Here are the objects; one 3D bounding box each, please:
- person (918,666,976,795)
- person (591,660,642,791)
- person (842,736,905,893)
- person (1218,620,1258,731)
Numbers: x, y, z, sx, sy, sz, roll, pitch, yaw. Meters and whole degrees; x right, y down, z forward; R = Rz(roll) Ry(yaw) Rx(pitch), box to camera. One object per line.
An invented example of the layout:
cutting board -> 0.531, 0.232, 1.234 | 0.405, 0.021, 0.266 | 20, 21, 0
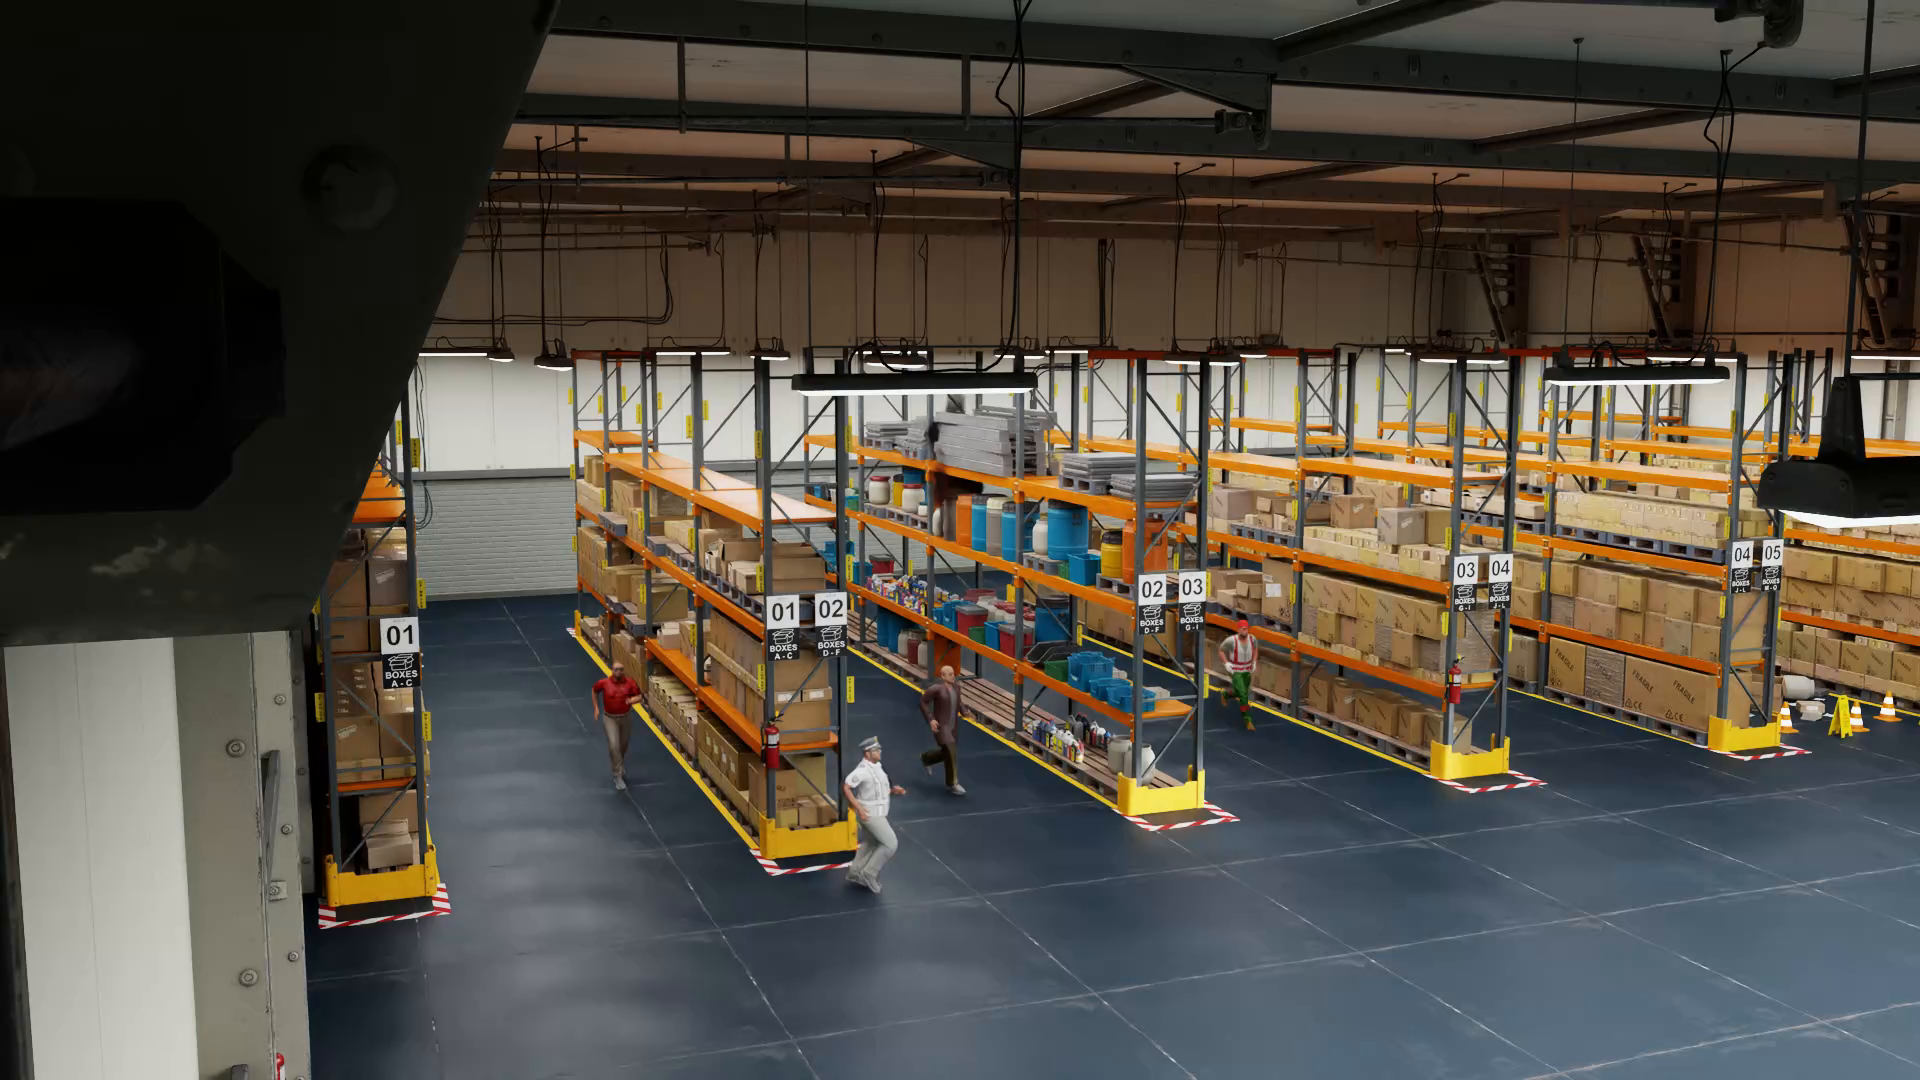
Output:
person -> -0.274, 2.599, 23.130 | 0.957, 1.762, 0.693 | 6, 10, 42
person -> -4.806, 2.559, 23.397 | 0.645, 1.767, 0.879 | -3, 8, -25
person -> -0.970, 3.117, 18.916 | 0.710, 1.797, 0.638 | 1, 7, 9
person -> 4.491, 2.129, 26.920 | 0.659, 1.772, 1.042 | -3, 8, -22
